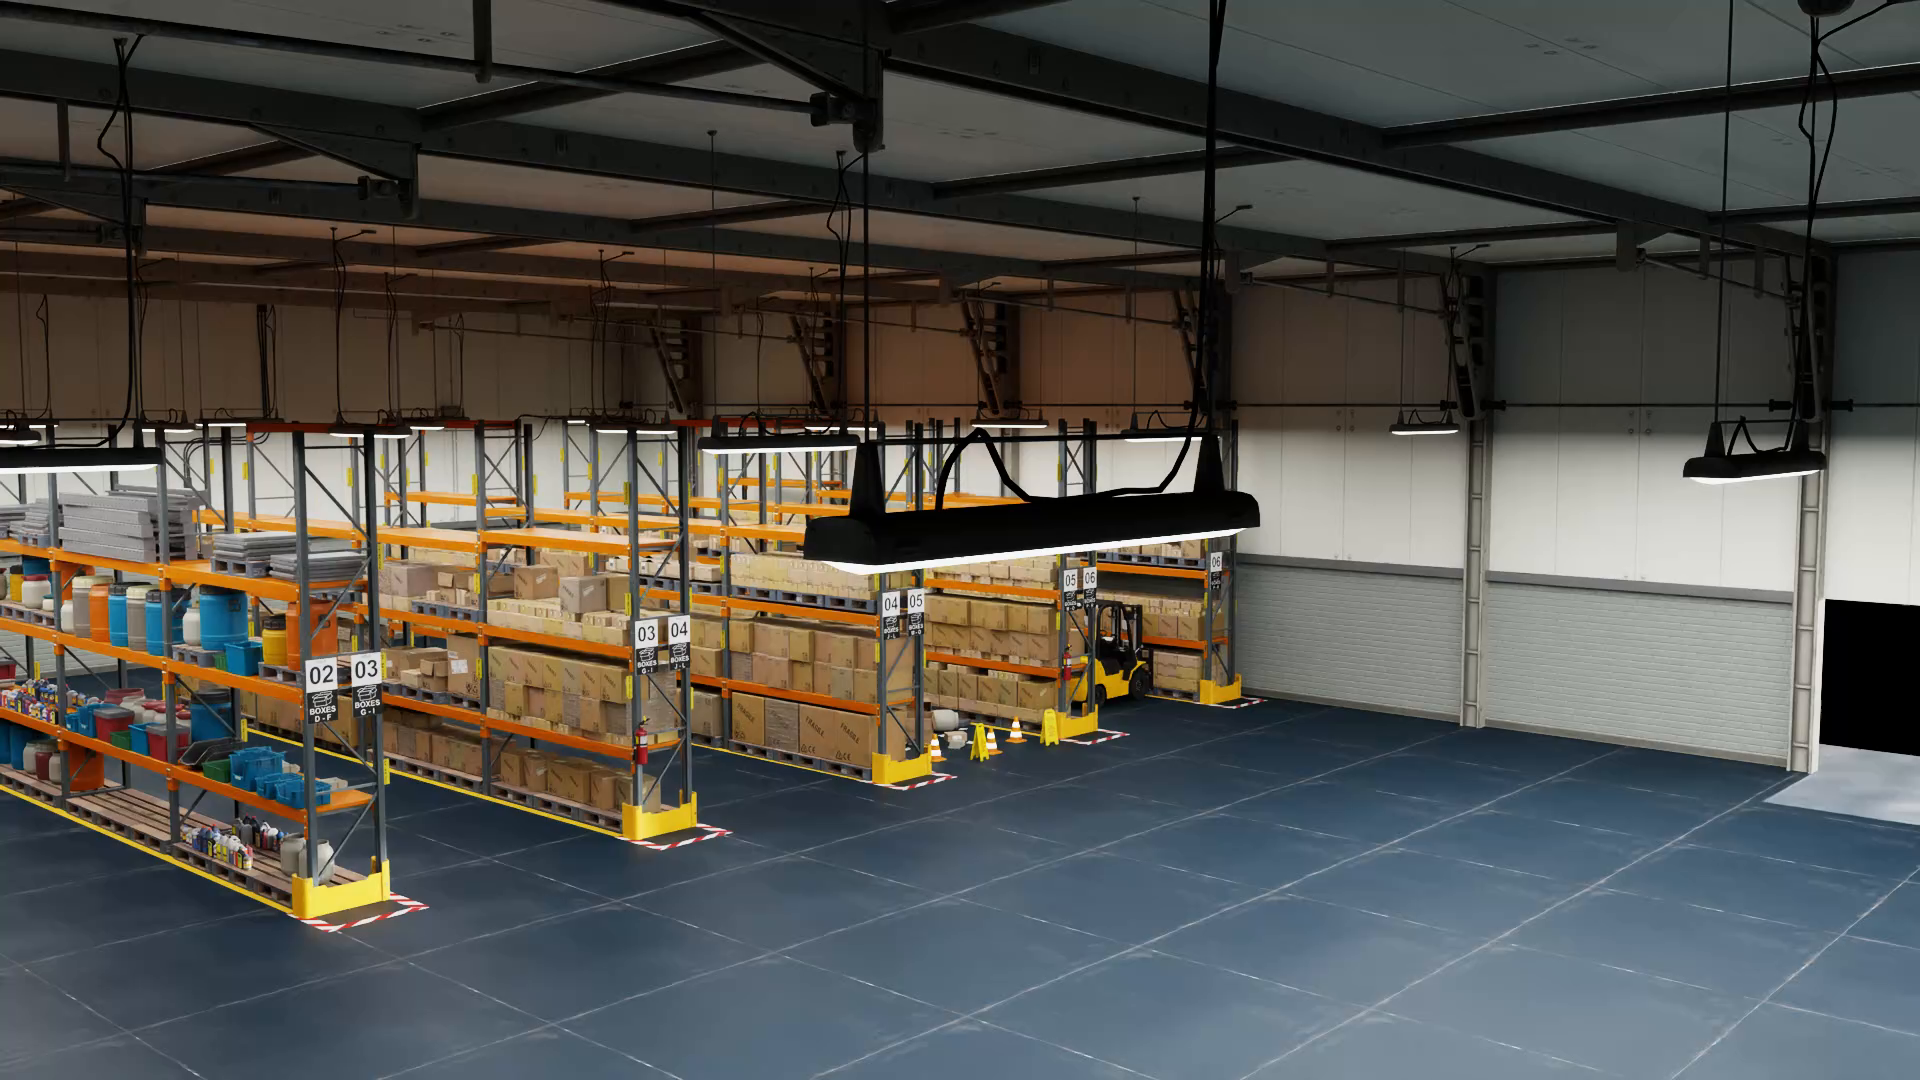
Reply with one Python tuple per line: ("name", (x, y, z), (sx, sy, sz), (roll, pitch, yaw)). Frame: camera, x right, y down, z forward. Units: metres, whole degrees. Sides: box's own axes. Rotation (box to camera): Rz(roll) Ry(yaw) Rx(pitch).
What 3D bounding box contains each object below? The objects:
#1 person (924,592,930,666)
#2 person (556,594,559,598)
("person", (-0.905, 2.125, 39.084), (0.601, 1.846, 0.625), (4, 6, 39))
("person", (-10.718, 1.886, 43.696), (0.604, 1.819, 0.436), (-2, 5, -27))
